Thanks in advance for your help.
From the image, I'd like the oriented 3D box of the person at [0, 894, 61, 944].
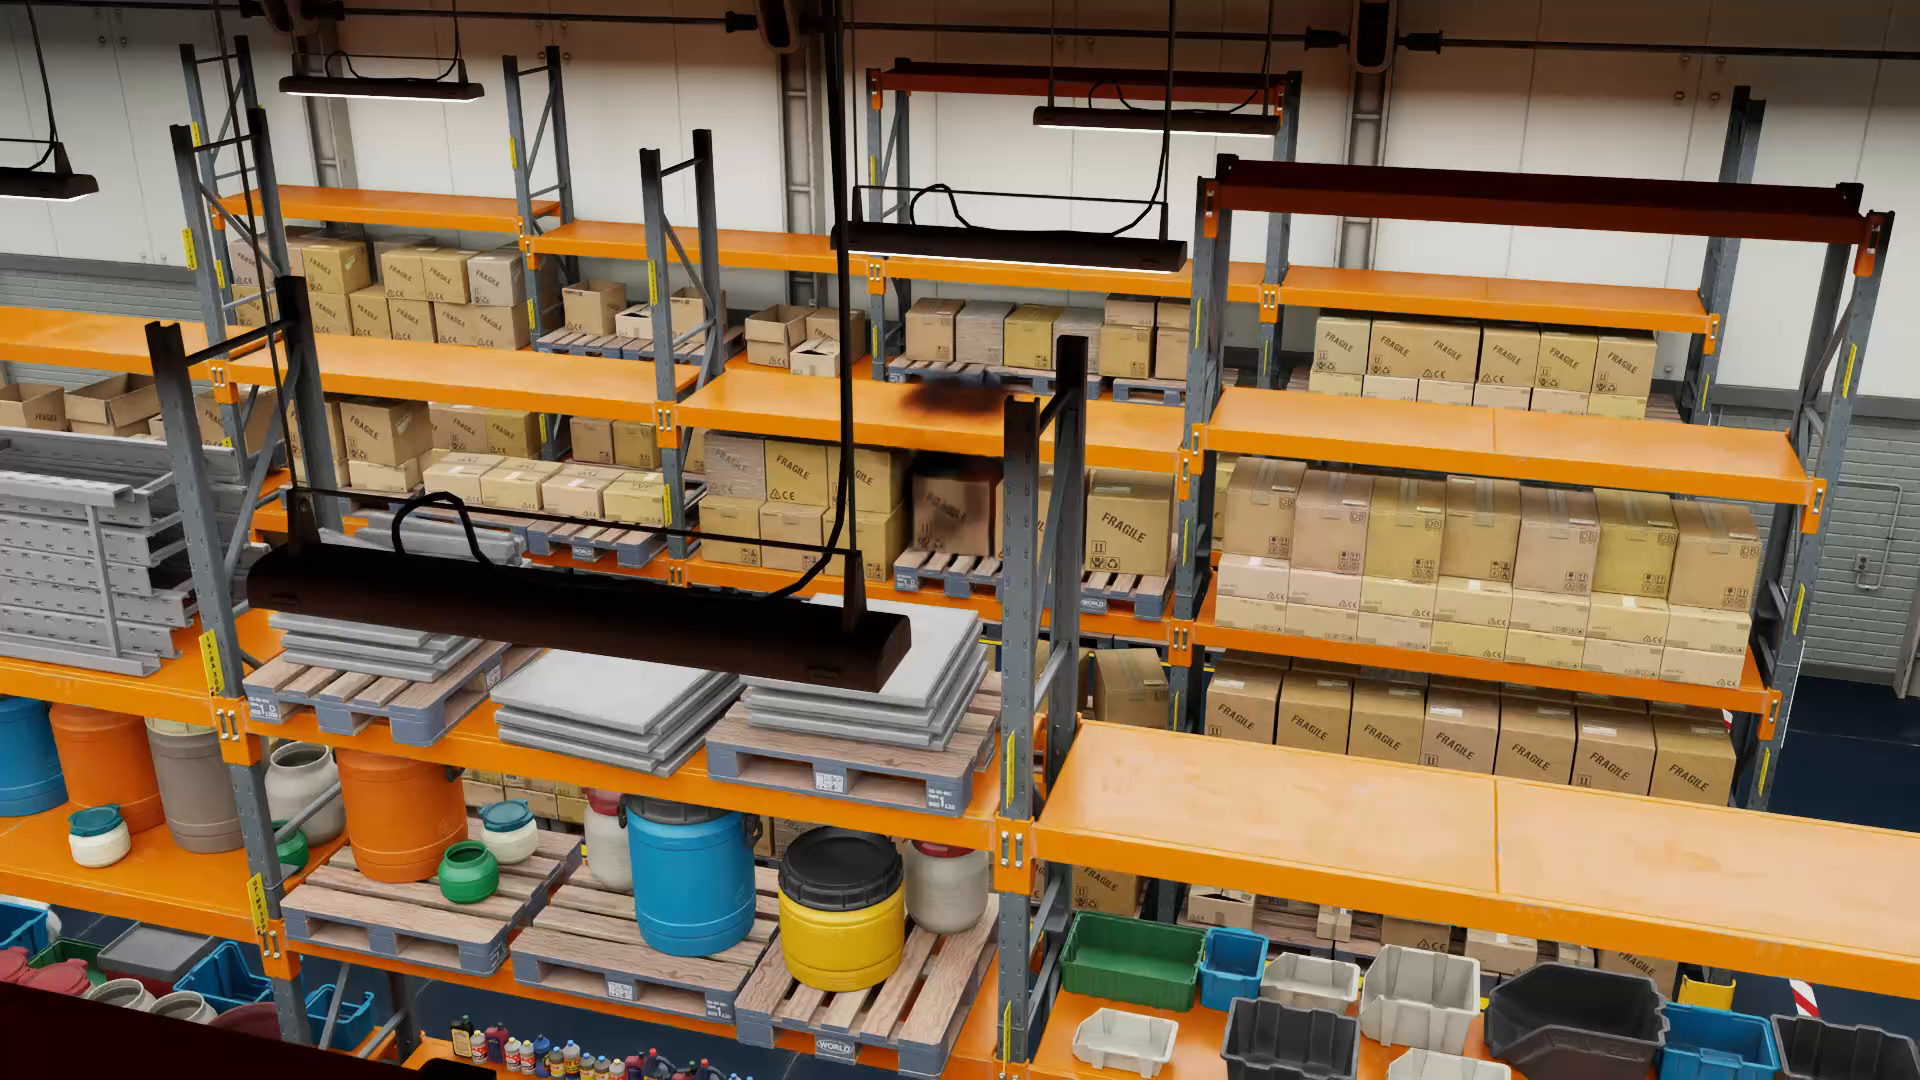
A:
[{"bbox_3d":[-6.976,2.608,12.259,0.570,1.721,0.737,-7,23,-16],"label":"person"}]
